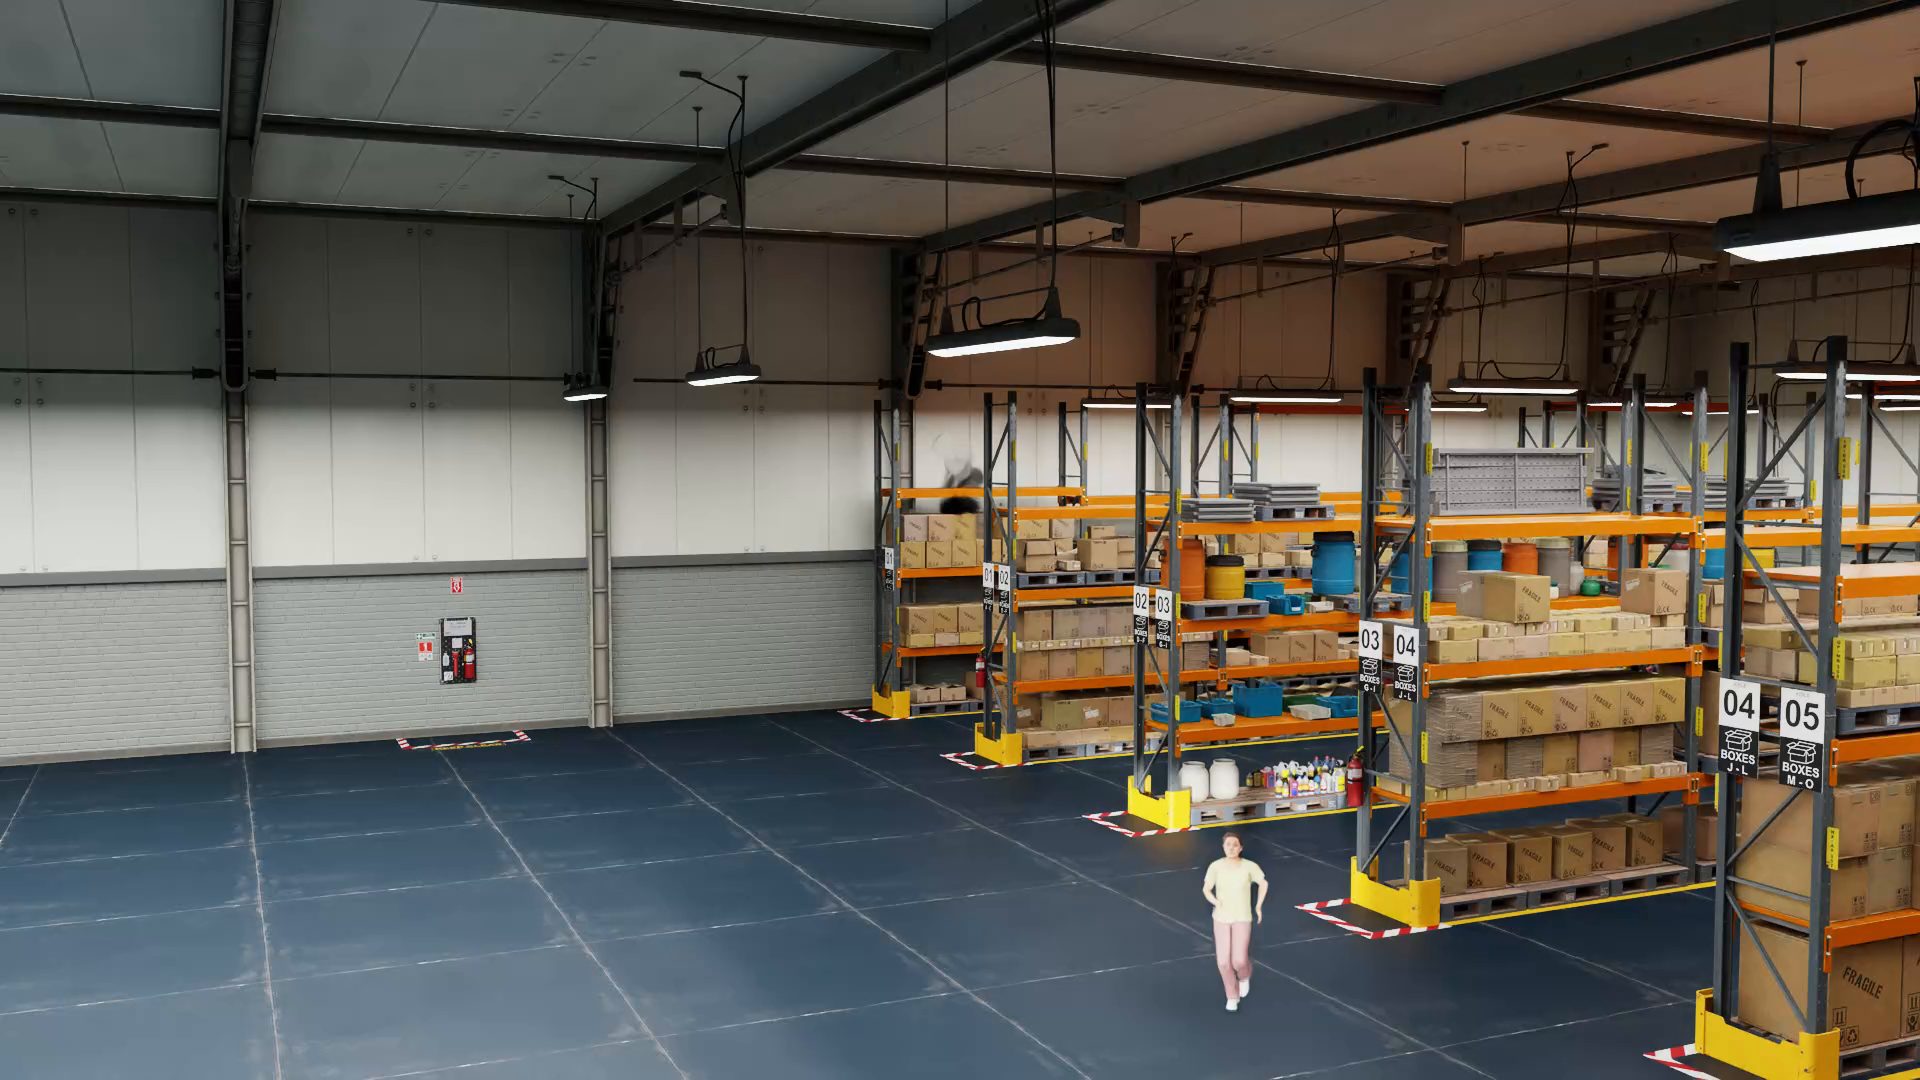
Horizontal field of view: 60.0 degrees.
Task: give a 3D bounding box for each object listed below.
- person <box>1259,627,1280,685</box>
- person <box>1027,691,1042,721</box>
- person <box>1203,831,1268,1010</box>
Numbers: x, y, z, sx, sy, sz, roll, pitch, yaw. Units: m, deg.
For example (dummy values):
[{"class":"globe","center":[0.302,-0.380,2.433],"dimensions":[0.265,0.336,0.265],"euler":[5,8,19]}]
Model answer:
[{"class":"person","center":[6.009,2.484,32.006],"dimensions":[0.555,1.657,0.615],"euler":[-3,4,-39]},{"class":"person","center":[1.259,2.651,29.014],"dimensions":[0.770,1.719,0.546],"euler":[-2,4,-33]},{"class":"person","center":[2.484,3.491,15.130],"dimensions":[0.573,1.585,0.538],"euler":[1,3,17]}]
